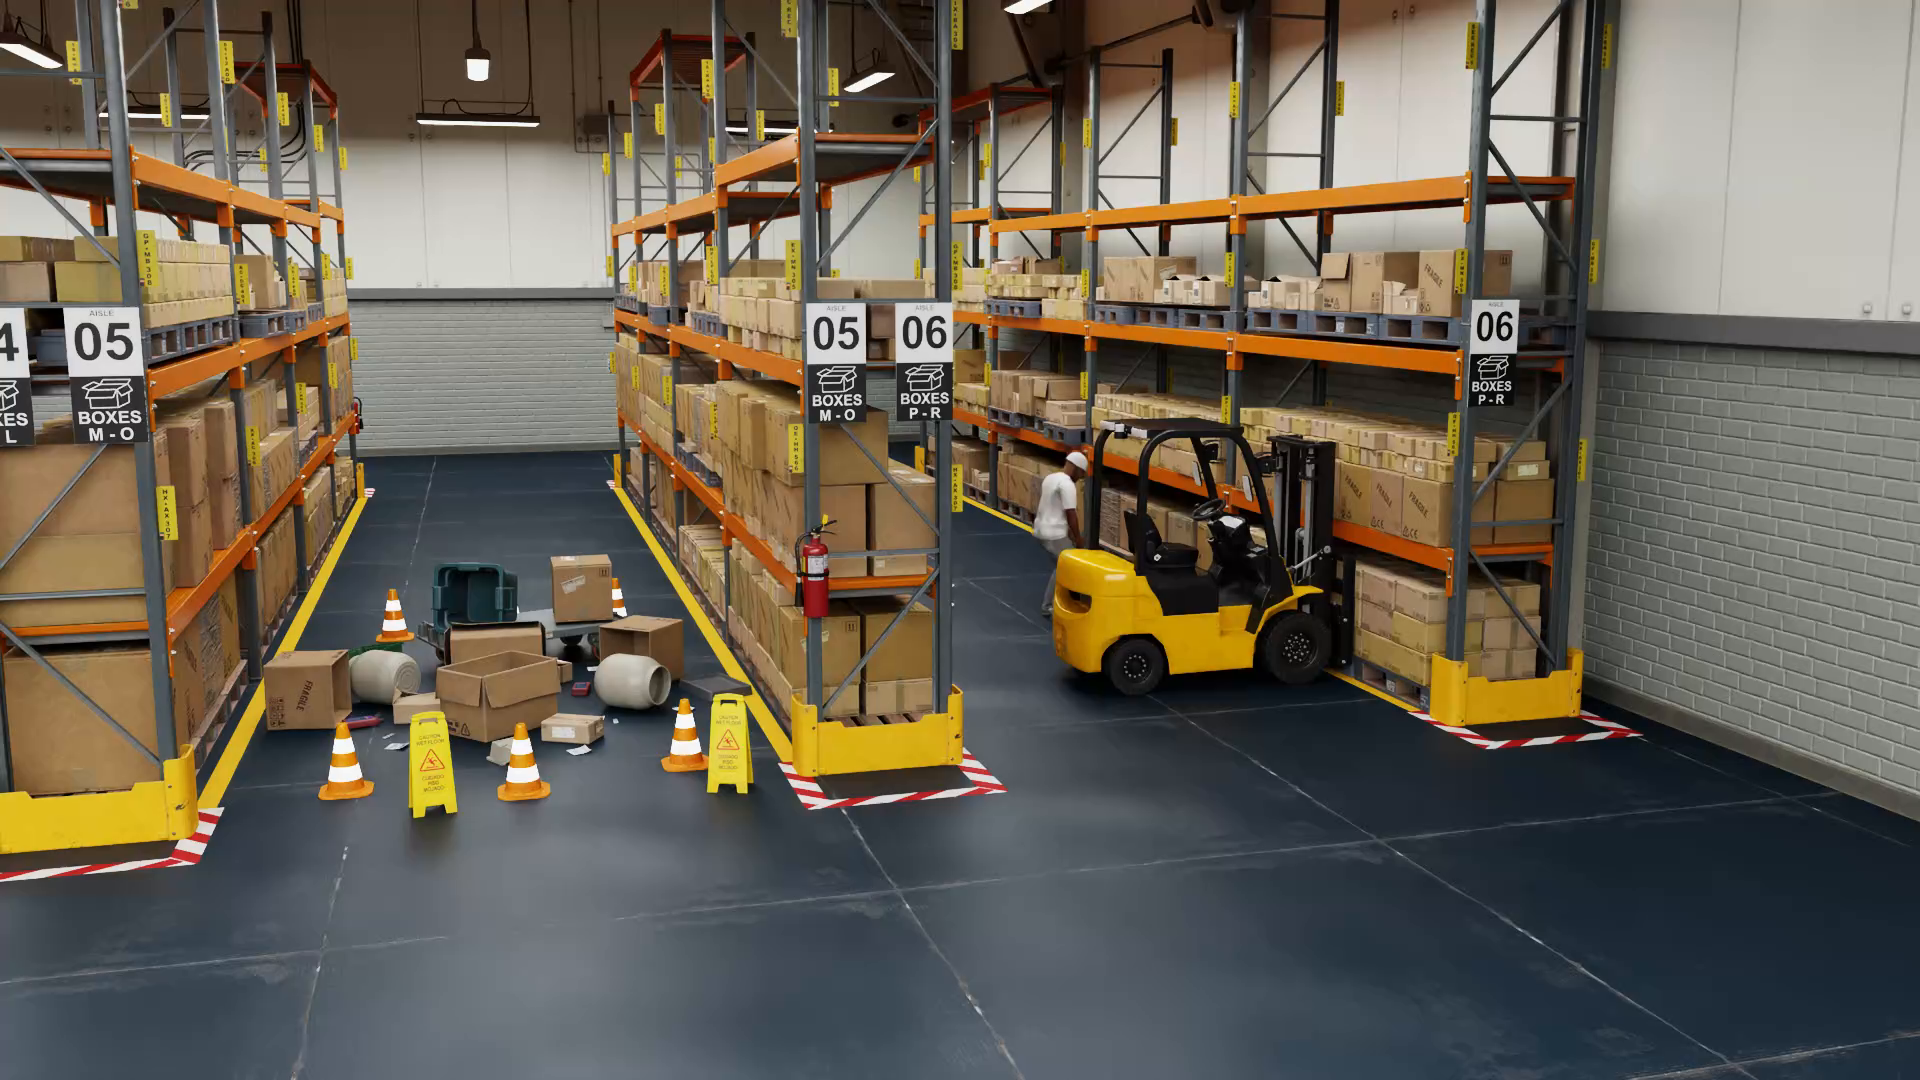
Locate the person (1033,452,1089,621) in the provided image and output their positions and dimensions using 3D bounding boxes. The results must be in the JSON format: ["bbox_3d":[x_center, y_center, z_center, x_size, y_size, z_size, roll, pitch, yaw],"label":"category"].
[{"bbox_3d":[1.008,-0.047,16.458,0.554,1.651,0.610,-2,10,-15],"label":"person"}]
